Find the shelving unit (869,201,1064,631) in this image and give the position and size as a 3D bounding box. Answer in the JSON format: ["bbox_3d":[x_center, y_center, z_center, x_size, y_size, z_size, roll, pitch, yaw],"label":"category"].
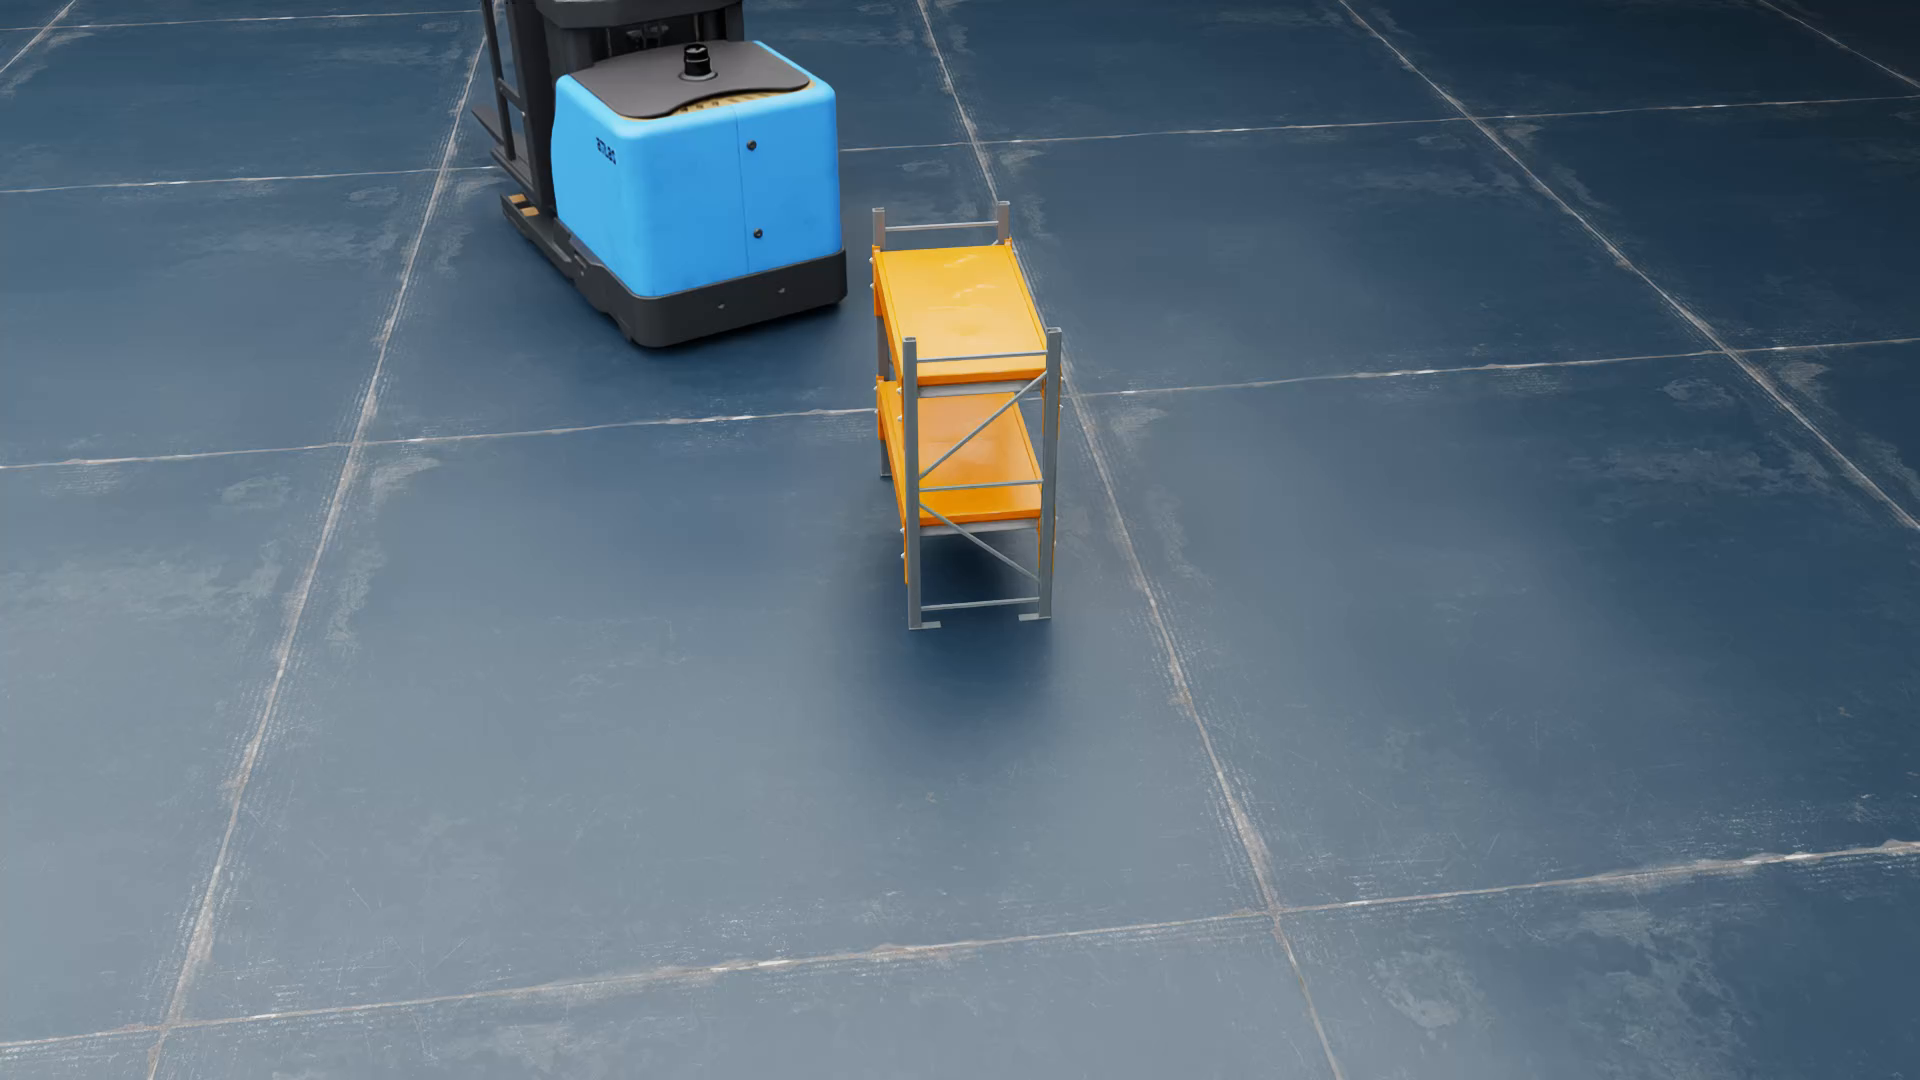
[{"bbox_3d":[0.001,-0.461,5.928,0.538,1.125,1.048,-4,35,-6],"label":"shelving unit"}]

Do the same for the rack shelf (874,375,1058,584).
[{"bbox_3d":[0.001,-0.259,6.065,0.538,0.278,1.000,-4,35,-6],"label":"rack shelf"}]

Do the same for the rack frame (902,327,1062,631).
[{"bbox_3d":[0.069,-0.177,5.511,0.500,1.125,0.032,-4,35,-6],"label":"rack frame"}]

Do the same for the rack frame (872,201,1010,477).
[{"bbox_3d":[-0.067,-0.745,6.344,0.500,1.125,0.032,-4,35,-6],"label":"rack frame"}]

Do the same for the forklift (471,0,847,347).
[{"bbox_3d":[-1.720,-2.866,7.853,1.130,2.935,3.031,-19,38,-25],"label":"forklift"}]

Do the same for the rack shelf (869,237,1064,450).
[{"bbox_3d":[0.001,-0.703,5.763,0.538,0.278,1.000,-4,35,-6],"label":"rack shelf"}]
